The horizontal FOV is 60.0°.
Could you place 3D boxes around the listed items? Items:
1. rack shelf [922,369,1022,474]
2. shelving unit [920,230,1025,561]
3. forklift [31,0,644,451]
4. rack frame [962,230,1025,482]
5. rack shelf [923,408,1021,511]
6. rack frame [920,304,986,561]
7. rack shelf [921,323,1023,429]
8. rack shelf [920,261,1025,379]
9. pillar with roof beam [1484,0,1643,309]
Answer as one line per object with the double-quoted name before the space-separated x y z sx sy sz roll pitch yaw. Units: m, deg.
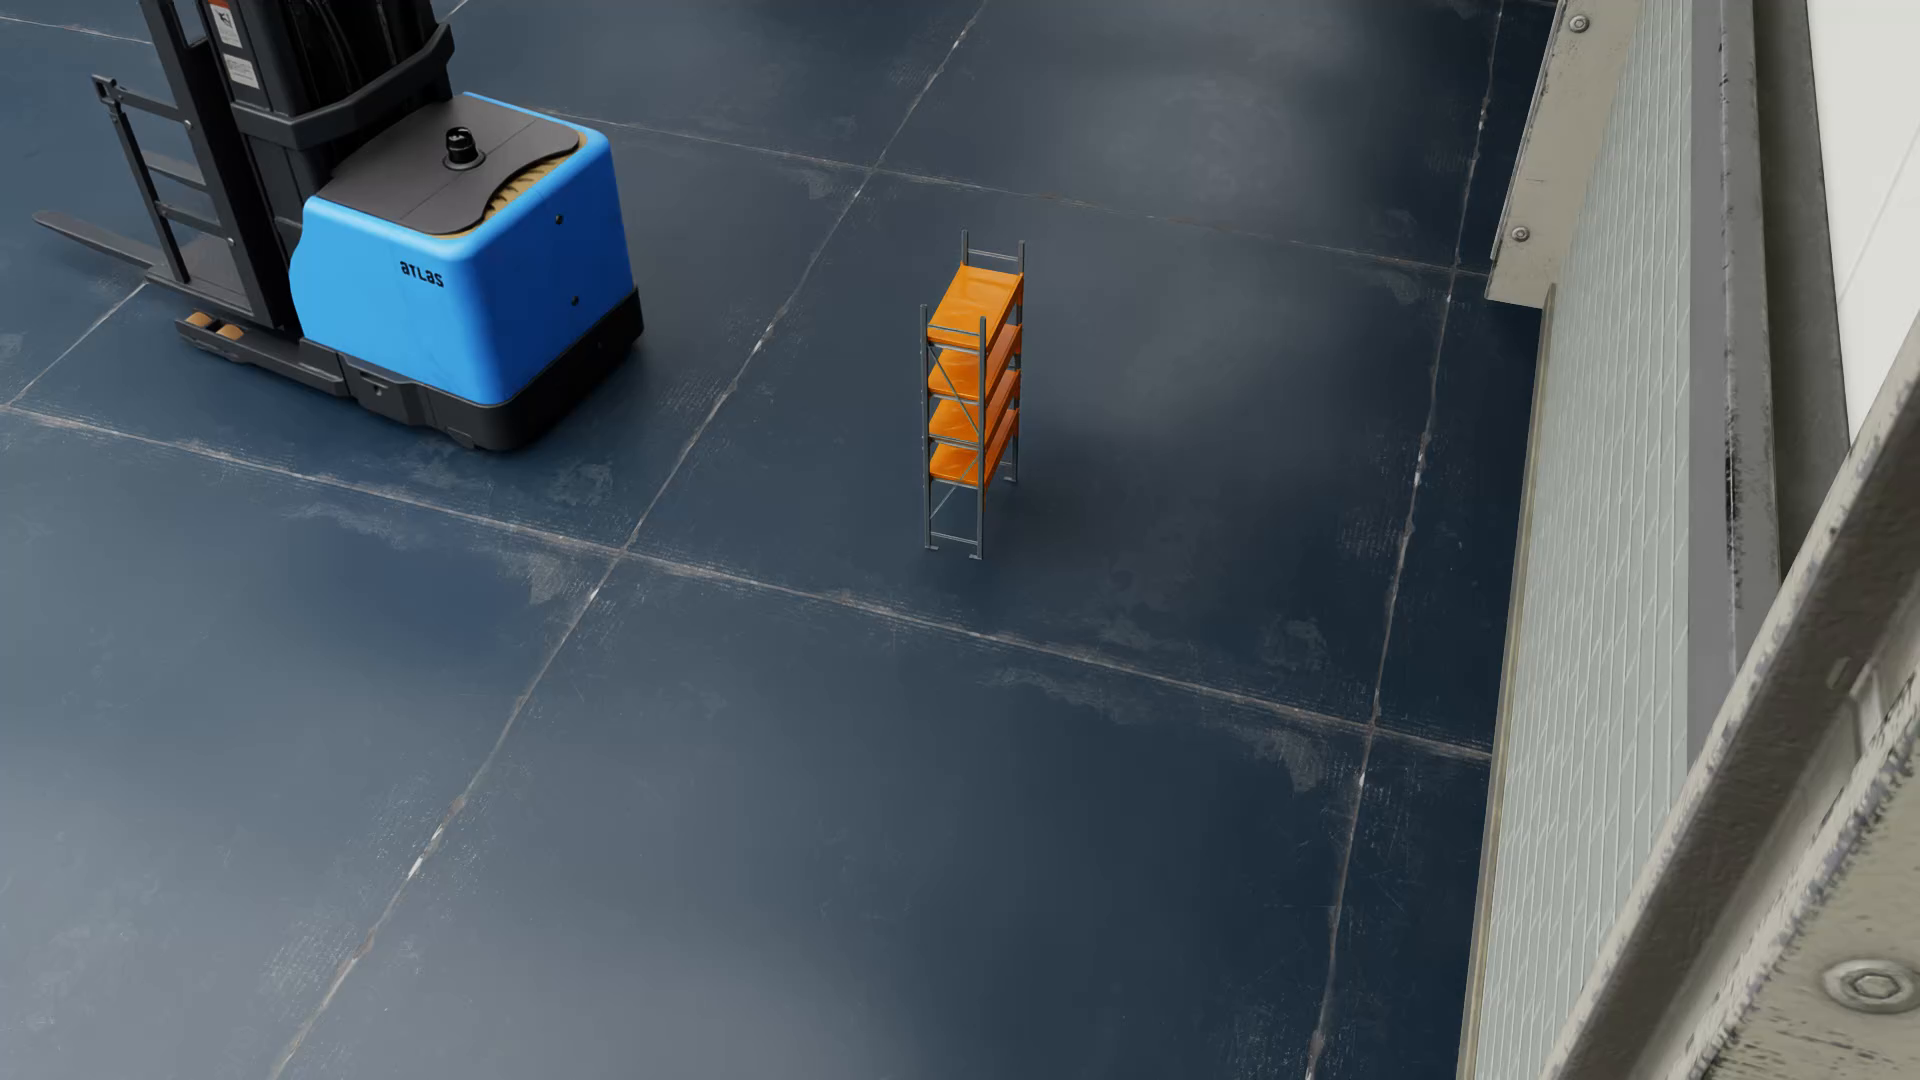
"rack shelf" 0.050 -0.491 6.490 0.258 0.148 0.480 13 46 13
"shelving unit" 0.050 -0.539 6.443 0.258 1.200 0.503 13 46 13
"forklift" -2.997 -2.166 6.868 3.031 2.935 1.130 20 48 20
"rack frame" 0.124 -0.702 6.609 0.240 1.200 0.015 13 46 13
"rack shelf" 0.050 -0.349 6.629 0.258 0.148 0.480 13 46 13
"rack frame" -0.024 -0.377 6.277 0.240 1.200 0.015 13 46 13
"rack shelf" 0.050 -0.651 6.334 0.258 0.148 0.480 13 46 13
"rack shelf" 0.050 -0.820 6.168 0.258 0.148 0.480 13 46 13
"pillar with roof beam" -1.397 -5.379 5.813 9.100 9.000 0.400 13 46 13
